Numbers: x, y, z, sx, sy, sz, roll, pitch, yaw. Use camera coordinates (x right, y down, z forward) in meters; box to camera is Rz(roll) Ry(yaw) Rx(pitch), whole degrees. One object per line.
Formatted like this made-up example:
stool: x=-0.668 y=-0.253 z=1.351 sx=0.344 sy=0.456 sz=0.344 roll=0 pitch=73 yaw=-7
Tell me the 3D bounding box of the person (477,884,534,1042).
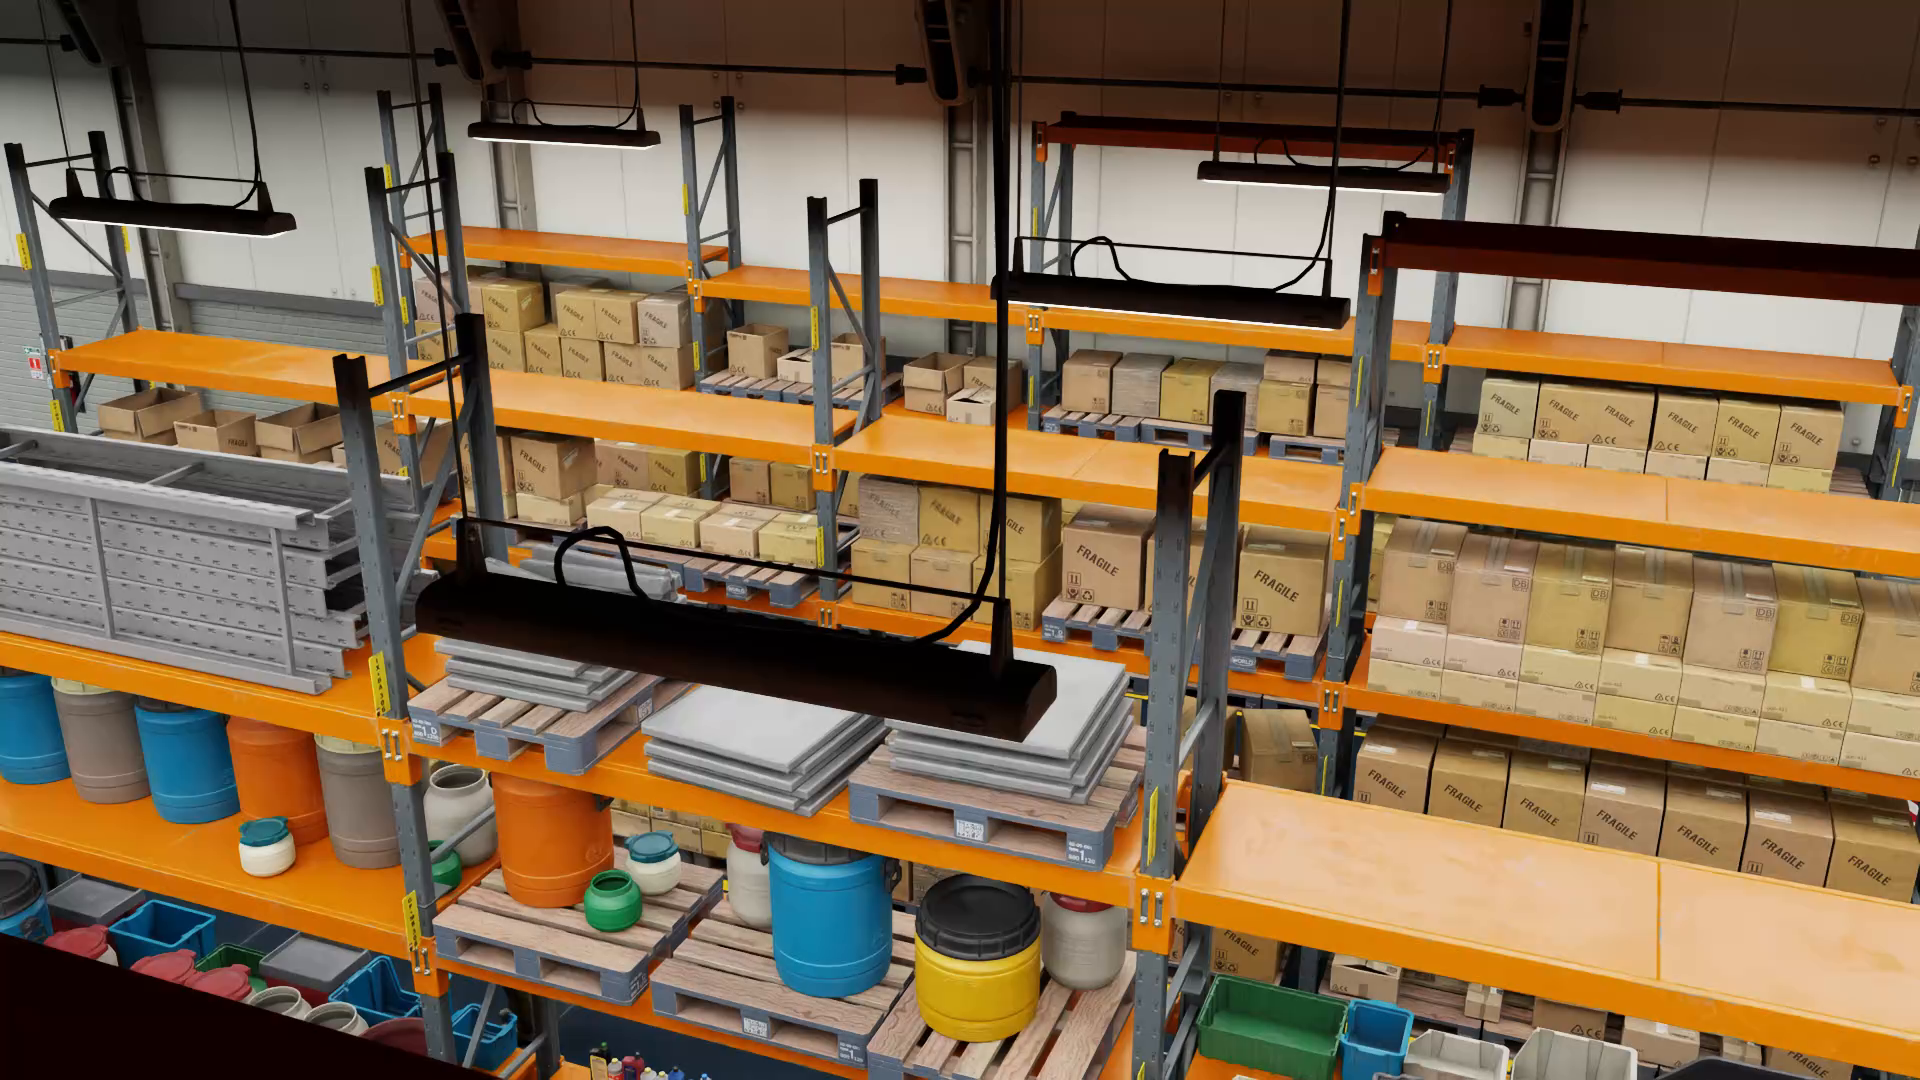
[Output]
person: x=-3.354 y=2.907 z=12.322 sx=0.609 sy=1.841 sz=0.633 roll=11 pitch=23 yaw=26
